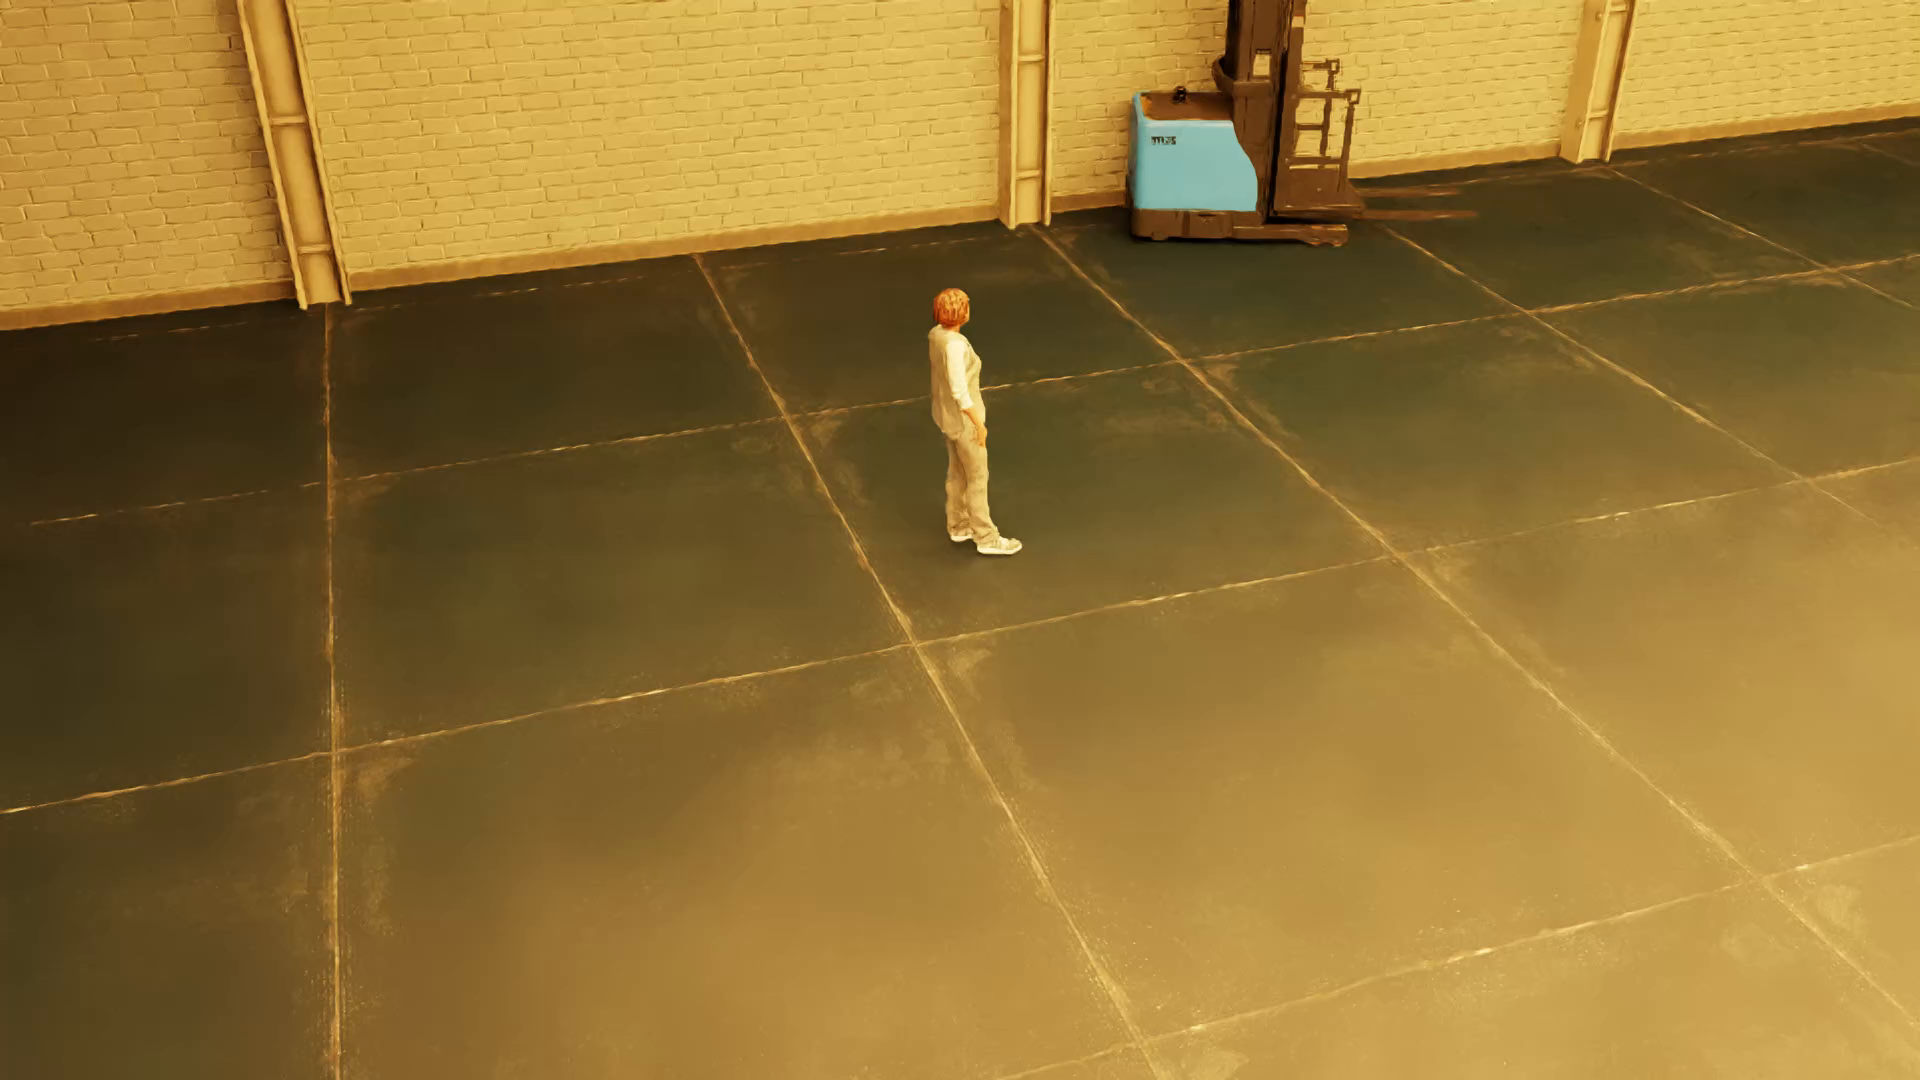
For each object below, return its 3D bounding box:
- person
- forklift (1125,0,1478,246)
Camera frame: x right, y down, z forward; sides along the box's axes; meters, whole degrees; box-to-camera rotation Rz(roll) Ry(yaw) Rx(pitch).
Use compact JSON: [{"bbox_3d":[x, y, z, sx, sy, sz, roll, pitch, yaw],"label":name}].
[{"bbox_3d":[0.075,-0.703,9.633,0.474,1.597,0.521,-10,31,-16],"label":"person"},{"bbox_3d":[3.020,-4.100,14.213,3.031,2.935,1.130,1,30,1],"label":"forklift"}]
